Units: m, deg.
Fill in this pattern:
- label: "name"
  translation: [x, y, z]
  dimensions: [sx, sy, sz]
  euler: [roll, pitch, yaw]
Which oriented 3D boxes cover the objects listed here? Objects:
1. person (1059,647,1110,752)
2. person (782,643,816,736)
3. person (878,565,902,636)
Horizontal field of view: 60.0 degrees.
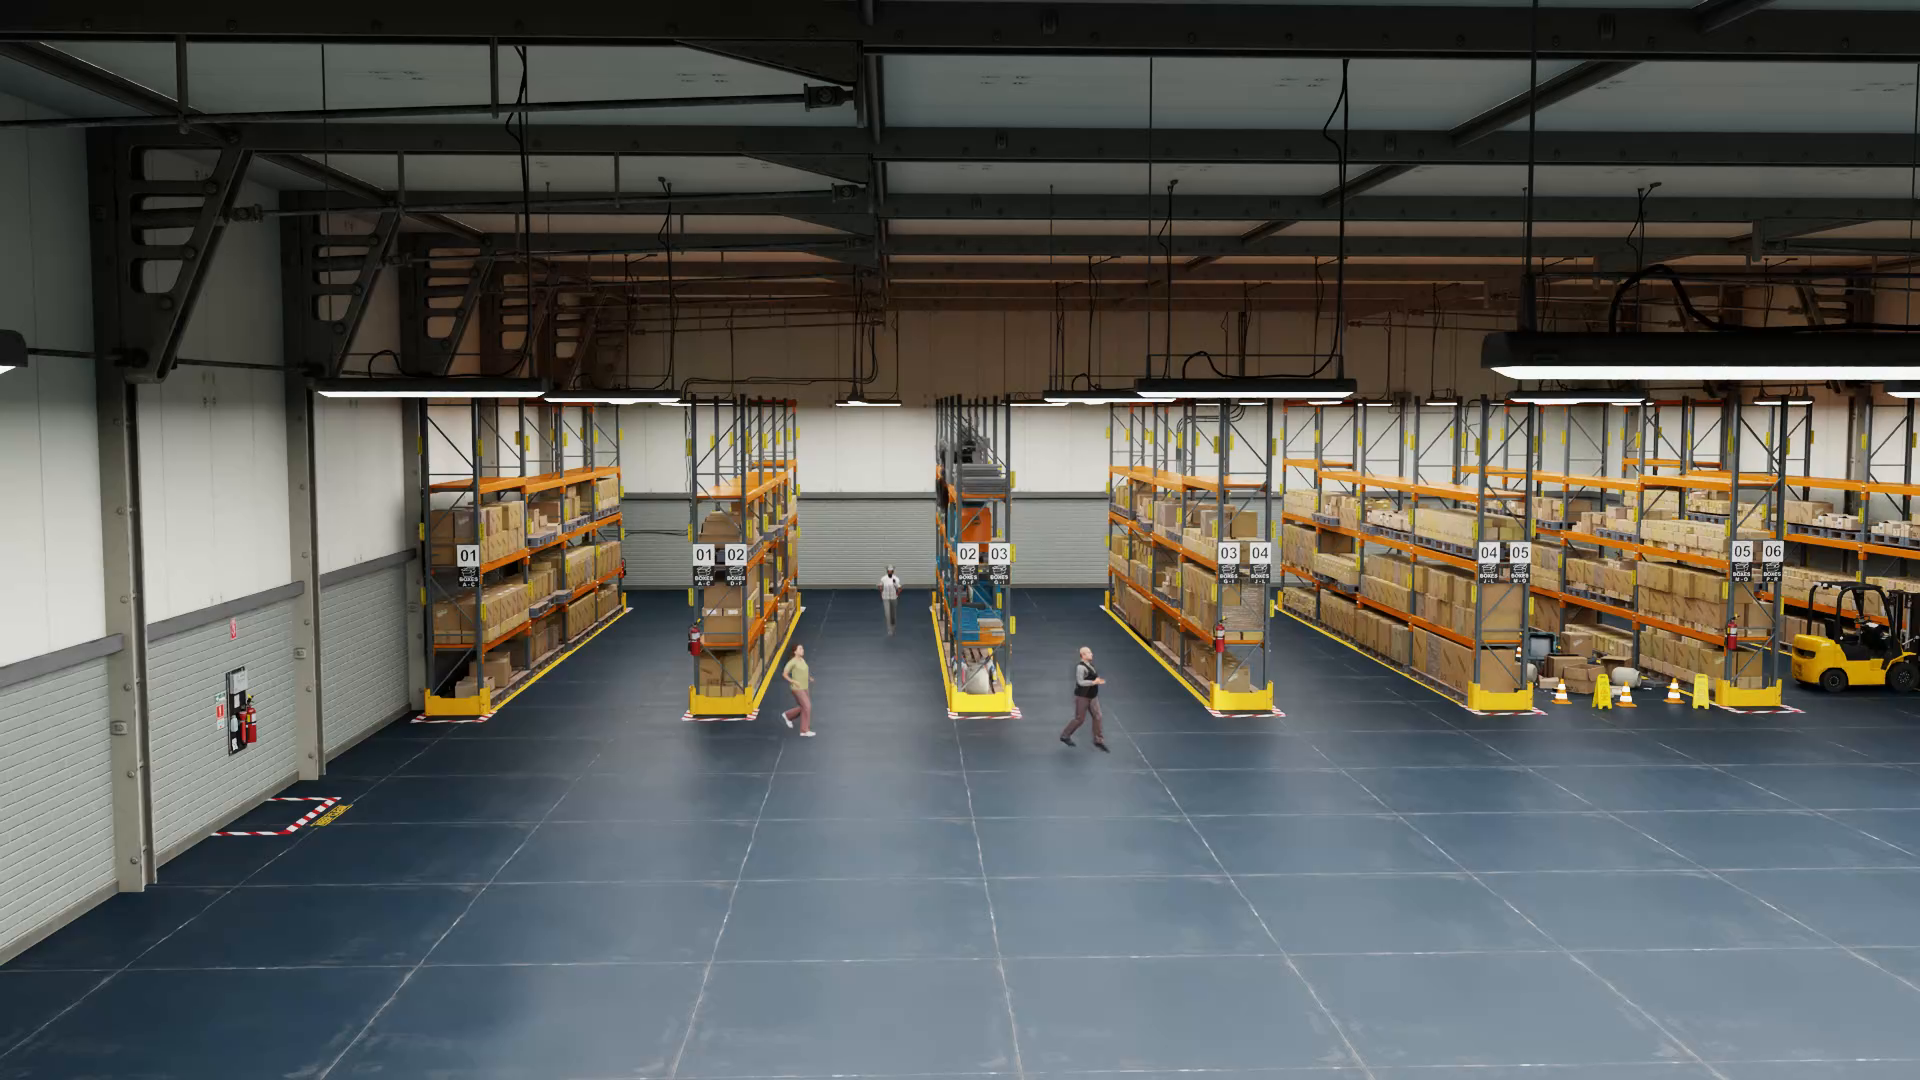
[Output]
- label: "person"
  translation: [2.080, 2.669, 27.831]
  dimensions: [0.858, 1.773, 0.648]
  euler: [2, 5, 27]
- label: "person"
  translation: [-2.851, 2.614, 29.154]
  dimensions: [0.724, 1.625, 0.584]
  euler: [2, 5, 28]
- label: "person"
  translation: [-1.709, 1.443, 40.425]
  dimensions: [0.565, 1.682, 0.778]
  euler: [0, 5, -3]
